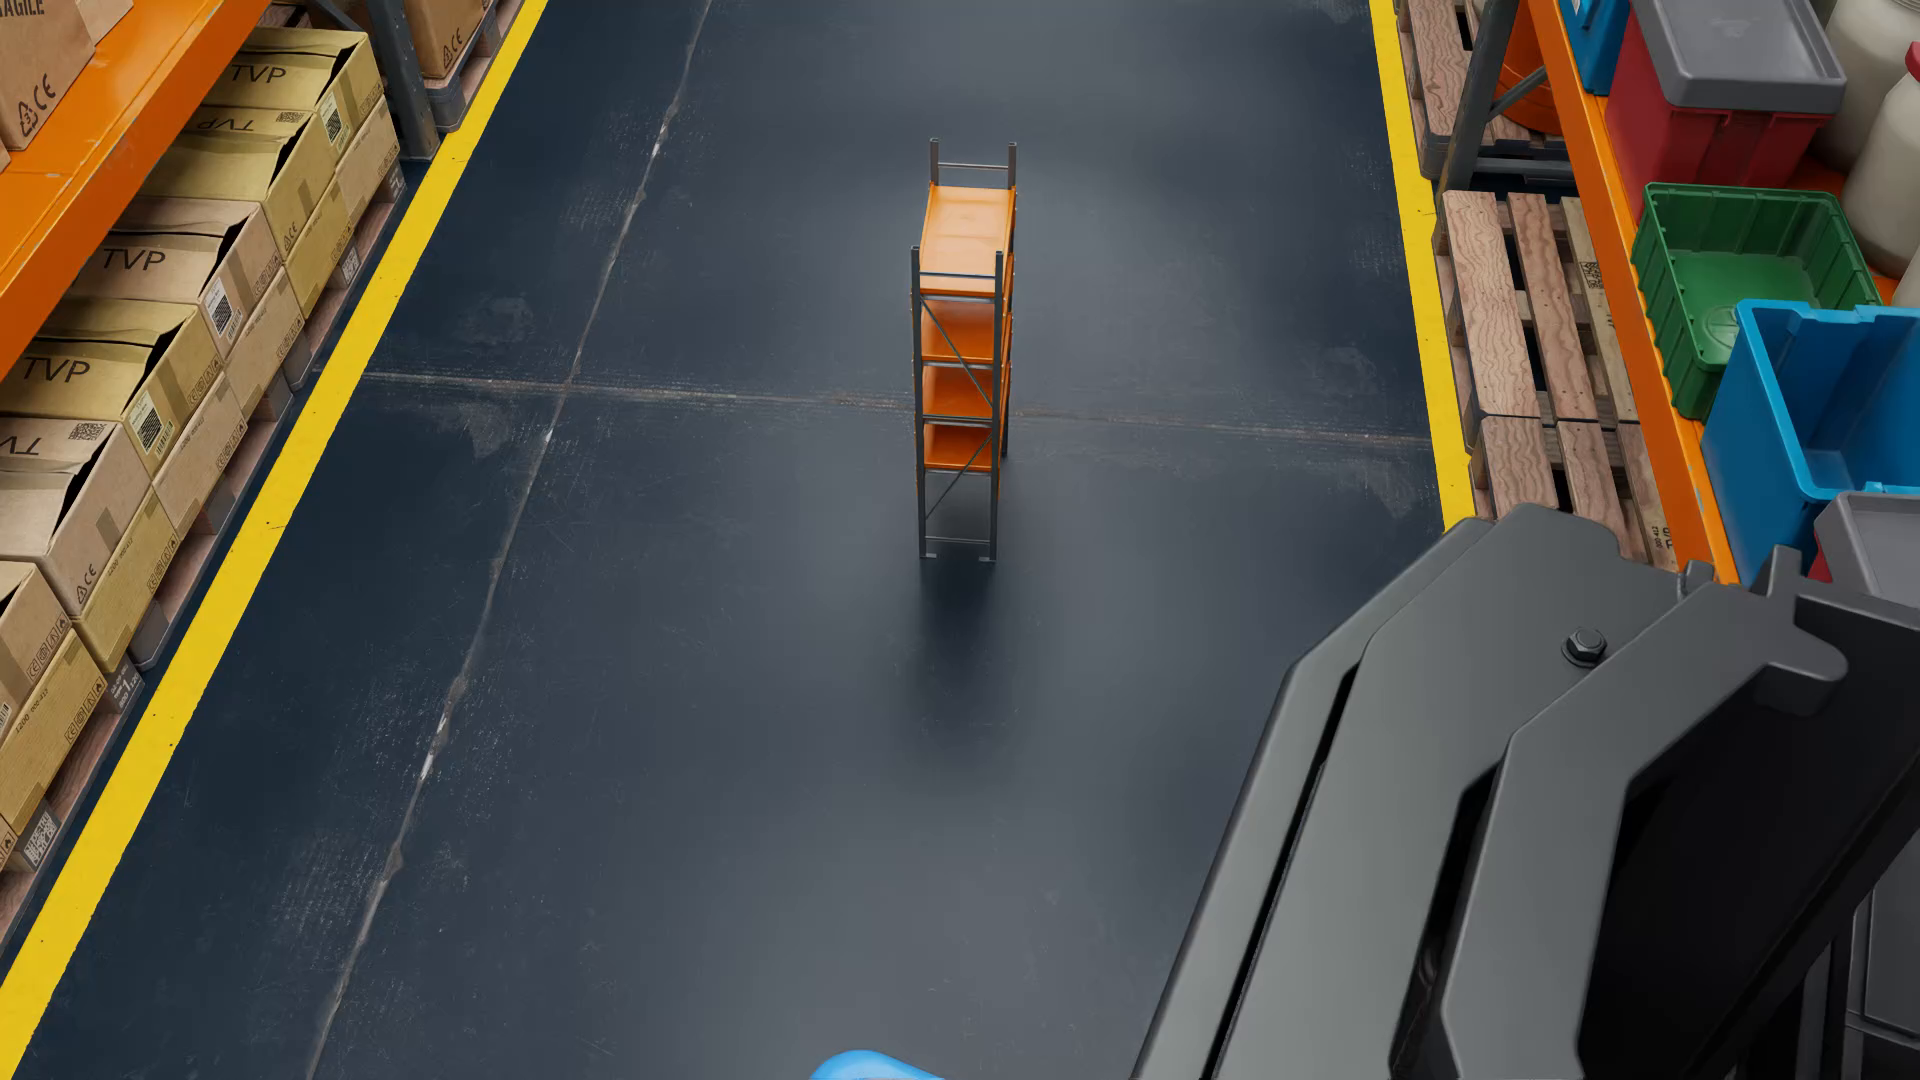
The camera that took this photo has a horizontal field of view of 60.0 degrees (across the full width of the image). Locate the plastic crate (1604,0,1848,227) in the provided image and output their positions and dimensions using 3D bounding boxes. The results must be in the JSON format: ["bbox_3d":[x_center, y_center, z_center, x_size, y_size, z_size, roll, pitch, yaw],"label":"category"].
[{"bbox_3d":[1.885,-1.113,4.192,0.402,0.464,0.583,4,48,4],"label":"plastic crate"}]

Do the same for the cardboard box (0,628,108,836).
[{"bbox_3d":[-2.629,0.476,4.361,0.500,0.250,0.500,5,48,5],"label":"cardboard box"}]

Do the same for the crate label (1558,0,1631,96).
[{"bbox_3d":[1.977,-1.559,4.619,0.502,0.435,0.616,4,48,4],"label":"crate label"}]

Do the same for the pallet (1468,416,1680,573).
[{"bbox_3d":[2.114,0.143,4.976,1.003,0.211,1.213,4,48,4],"label":"pallet"}]

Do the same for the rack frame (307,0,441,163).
[{"bbox_3d":[-2.596,-2.594,5.590,1.000,3.000,0.127,4,48,4],"label":"rack frame"}]

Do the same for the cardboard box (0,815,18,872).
[{"bbox_3d":[-2.677,0.851,4.017,0.500,0.250,0.500,3,48,3],"label":"cardboard box"}]

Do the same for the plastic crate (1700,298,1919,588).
[{"bbox_3d":[1.763,-0.145,3.361,0.392,0.384,0.575,4,48,4],"label":"plastic crate"}]

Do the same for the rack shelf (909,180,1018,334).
[{"bbox_3d":[0.015,-0.792,4.629,0.258,0.148,0.480,4,48,4],"label":"rack shelf"}]

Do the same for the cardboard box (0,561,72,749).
[{"bbox_3d":[-2.624,0.287,4.153,0.500,0.311,0.500,3,48,3],"label":"cardboard box"}]

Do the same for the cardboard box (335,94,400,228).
[{"bbox_3d":[-2.401,-1.405,6.081,0.500,0.250,0.500,5,48,4],"label":"cardboard box"}]

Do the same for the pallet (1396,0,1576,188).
[{"bbox_3d":[2.367,-1.900,6.844,1.003,0.211,1.213,4,48,4],"label":"pallet"}]

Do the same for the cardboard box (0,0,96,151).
[{"bbox_3d":[-2.732,-1.394,4.425,0.500,0.500,0.500,2,48,1],"label":"cardboard box"}]

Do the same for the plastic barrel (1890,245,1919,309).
[{"bbox_3d":[2.345,-0.593,3.667,0.433,0.535,0.433,0,48,0],"label":"plastic barrel"}]

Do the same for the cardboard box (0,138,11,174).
[{"bbox_3d":[-2.780,-1.007,4.071,0.500,0.500,0.500,4,48,4],"label":"cardboard box"}]

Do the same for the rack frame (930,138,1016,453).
[{"bbox_3d":[0.037,-0.706,5.083,0.240,1.200,0.015,4,48,4],"label":"rack frame"}]

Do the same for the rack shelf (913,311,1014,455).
[{"bbox_3d":[0.015,-0.481,4.968,0.258,0.148,0.480,4,48,4],"label":"rack shelf"}]

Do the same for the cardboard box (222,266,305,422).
[{"bbox_3d":[-2.493,-0.657,5.397,0.500,0.250,0.500,5,48,4],"label":"cardboard box"}]

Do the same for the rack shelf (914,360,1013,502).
[{"bbox_3d":[0.015,-0.347,5.115,0.258,0.148,0.480,4,48,4],"label":"rack shelf"}]

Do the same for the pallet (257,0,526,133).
[{"bbox_3d":[-2.490,-2.199,7.119,1.003,0.211,1.213,4,48,4],"label":"pallet"}]

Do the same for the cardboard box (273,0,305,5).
[{"bbox_3d":[-2.744,-2.602,6.993,0.500,0.500,0.500,6,48,5],"label":"cardboard box"}]

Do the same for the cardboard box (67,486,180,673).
[{"bbox_3d":[-2.584,0.095,4.709,0.500,0.250,0.500,3,48,2],"label":"cardboard box"}]

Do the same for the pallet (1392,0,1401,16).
[{"bbox_3d":[2.481,-2.794,7.662,1.003,0.211,1.213,4,48,4],"label":"pallet"}]

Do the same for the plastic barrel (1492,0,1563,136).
[{"bbox_3d":[2.364,-2.029,6.259,0.600,0.830,0.708,4,48,4],"label":"plastic barrel"}]

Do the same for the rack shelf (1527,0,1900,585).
[{"bbox_3d":[2.154,-0.546,4.204,1.077,0.370,4.000,4,48,4],"label":"rack shelf"}]

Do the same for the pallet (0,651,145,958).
[{"bbox_3d":[-2.932,0.742,4.428,1.003,0.211,1.213,4,48,4],"label":"pallet"}]

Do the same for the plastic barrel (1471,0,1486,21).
[{"bbox_3d":[2.327,-2.342,6.761,0.421,0.512,0.421,0,48,0],"label":"plastic barrel"}]

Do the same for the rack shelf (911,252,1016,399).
[{"bbox_3d":[0.015,-0.632,4.803,0.258,0.148,0.480,4,48,4],"label":"rack shelf"}]

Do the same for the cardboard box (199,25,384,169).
[{"bbox_3d":[-2.398,-1.596,5.876,0.500,0.311,0.500,5,48,5],"label":"cardboard box"}]

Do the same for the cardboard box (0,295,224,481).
[{"bbox_3d":[-2.536,-0.475,4.850,0.500,0.311,0.500,5,48,5],"label":"cardboard box"}]

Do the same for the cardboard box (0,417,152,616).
[{"bbox_3d":[-2.578,-0.093,4.501,0.500,0.311,0.500,2,48,2],"label":"cardboard box"}]

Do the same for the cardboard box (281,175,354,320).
[{"bbox_3d":[-2.444,-1.026,5.735,0.500,0.250,0.500,3,48,3],"label":"cardboard box"}]

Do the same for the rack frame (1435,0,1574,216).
[{"bbox_3d":[2.337,-2.259,5.283,1.000,3.000,0.127,4,48,4],"label":"rack frame"}]

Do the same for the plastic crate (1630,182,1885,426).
[{"bbox_3d":[1.850,-0.546,3.861,0.450,0.188,0.662,4,48,4],"label":"plastic crate"}]

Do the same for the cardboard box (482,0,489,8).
[{"bbox_3d":[-2.228,-2.600,6.991,0.500,0.500,0.500,2,48,2],"label":"cardboard box"}]

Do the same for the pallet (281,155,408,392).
[{"bbox_3d":[-2.710,-1.051,6.068,1.003,0.211,1.213,4,48,4],"label":"pallet"}]

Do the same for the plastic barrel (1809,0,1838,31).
[{"bbox_3d":[2.456,-1.526,4.537,0.421,0.512,0.421,0,48,0],"label":"plastic barrel"}]

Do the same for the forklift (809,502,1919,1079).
[{"bbox_3d":[0.941,1.394,1.988,3.031,2.935,1.130,18,50,16],"label":"forklift"}]

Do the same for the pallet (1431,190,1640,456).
[{"bbox_3d":[2.227,-0.751,5.794,1.003,0.211,1.213,4,48,4],"label":"pallet"}]

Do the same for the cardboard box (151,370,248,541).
[{"bbox_3d":[-2.537,-0.279,5.051,0.500,0.250,0.500,5,48,4],"label":"cardboard box"}]

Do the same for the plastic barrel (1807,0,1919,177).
[{"bbox_3d":[2.417,-1.216,4.254,0.421,0.512,0.421,0,48,0],"label":"plastic barrel"}]

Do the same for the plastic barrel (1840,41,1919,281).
[{"bbox_3d":[2.384,-0.910,3.958,0.433,0.535,0.433,0,48,0],"label":"plastic barrel"}]

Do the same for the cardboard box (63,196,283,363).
[{"bbox_3d":[-2.488,-0.843,5.187,0.500,0.311,0.500,4,48,3],"label":"cardboard box"}]

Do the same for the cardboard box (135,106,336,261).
[{"bbox_3d":[-2.439,-1.214,5.526,0.500,0.311,0.500,3,48,3],"label":"cardboard box"}]

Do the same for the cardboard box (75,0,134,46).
[{"bbox_3d":[-2.656,-1.569,4.822,0.380,0.149,0.250,7,48,6],"label":"cardboard box"}]

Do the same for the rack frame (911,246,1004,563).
[{"bbox_3d":[-0.007,-0.347,4.755,0.240,1.200,0.015,4,48,4],"label":"rack frame"}]

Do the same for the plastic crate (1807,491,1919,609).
[{"bbox_3d":[1.712,0.283,2.915,0.402,0.464,0.583,4,48,4],"label":"plastic crate"}]

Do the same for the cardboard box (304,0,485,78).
[{"bbox_3d":[-2.270,-2.215,6.639,0.500,0.500,0.500,6,48,5],"label":"cardboard box"}]

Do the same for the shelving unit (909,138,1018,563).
[{"bbox_3d":[0.015,-0.527,4.919,0.258,1.200,0.503,4,48,4],"label":"shelving unit"}]

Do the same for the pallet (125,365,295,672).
[{"bbox_3d":[-2.823,-0.157,5.251,1.003,0.211,1.213,4,48,4],"label":"pallet"}]
